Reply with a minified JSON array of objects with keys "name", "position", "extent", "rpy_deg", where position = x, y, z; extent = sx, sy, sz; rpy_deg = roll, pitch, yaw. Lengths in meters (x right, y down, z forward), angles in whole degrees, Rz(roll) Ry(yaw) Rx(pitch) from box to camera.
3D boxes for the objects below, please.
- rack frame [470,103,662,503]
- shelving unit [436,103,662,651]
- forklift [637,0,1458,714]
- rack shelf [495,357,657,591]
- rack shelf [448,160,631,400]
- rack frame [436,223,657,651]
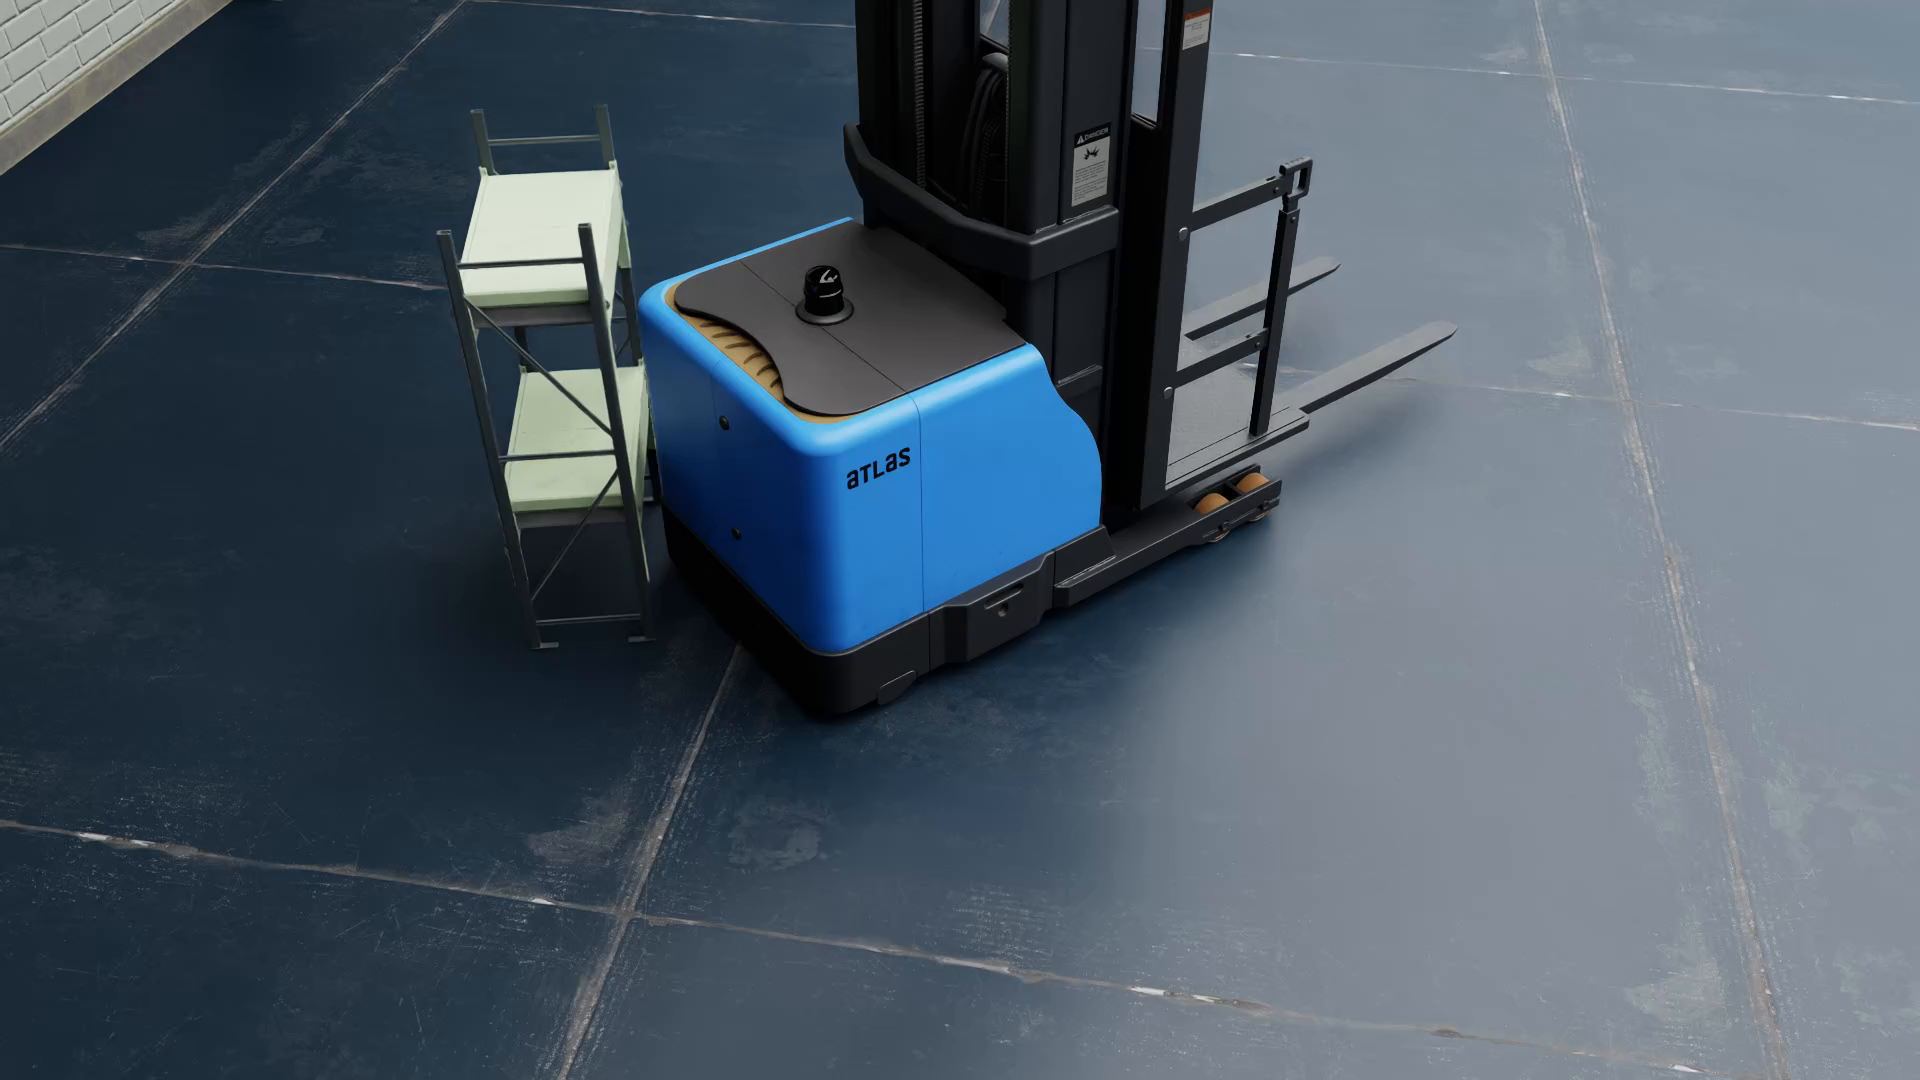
[{"name":"rack frame","position":[-1.254,-0.708,5.429],"extent":[0.400,1.500,0.023],"rpy_deg":[-4,40,-5]},{"name":"shelving unit","position":[-1.216,-0.476,5.149],"extent":[0.431,1.500,0.755],"rpy_deg":[-4,40,-5]},{"name":"forklift","position":[0.502,-1.368,5.105],"extent":[3.031,2.935,1.130],"rpy_deg":[-25,46,-27]},{"name":"rack shelf","position":[-1.216,-0.225,5.357],"extent":[0.431,0.370,0.720],"rpy_deg":[-4,40,-5]},{"name":"rack shelf","position":[-1.216,-0.777,4.900],"extent":[0.431,0.370,0.720],"rpy_deg":[-4,40,-5]},{"name":"rack frame","position":[-1.177,-0.244,4.868],"extent":[0.400,1.500,0.023],"rpy_deg":[-4,40,-5]}]
